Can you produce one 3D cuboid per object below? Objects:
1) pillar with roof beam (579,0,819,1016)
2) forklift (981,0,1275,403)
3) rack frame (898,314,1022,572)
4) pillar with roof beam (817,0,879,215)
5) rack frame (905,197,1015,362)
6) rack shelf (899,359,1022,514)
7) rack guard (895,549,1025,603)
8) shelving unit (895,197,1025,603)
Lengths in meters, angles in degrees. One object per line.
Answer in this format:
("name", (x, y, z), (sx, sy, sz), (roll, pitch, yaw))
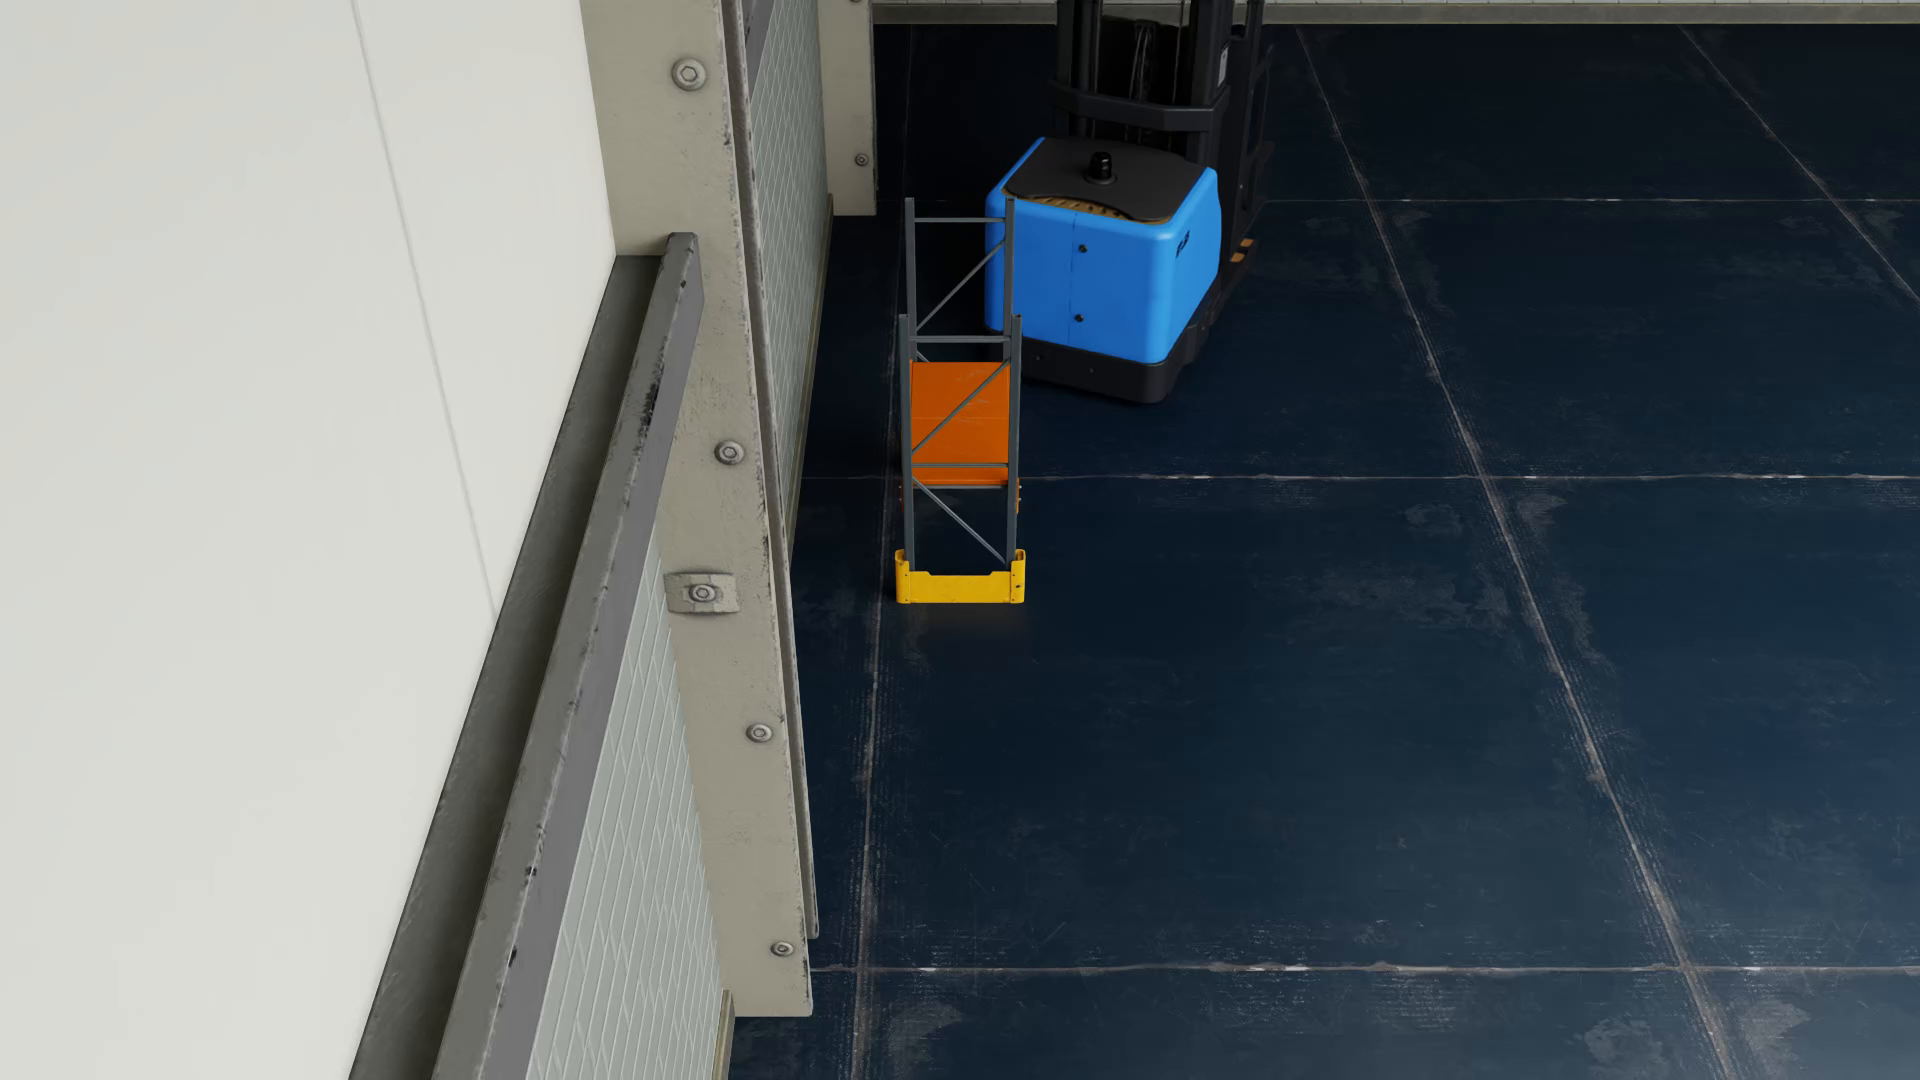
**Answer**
("pillar with roof beam", (3.625, -1.952, 3.236), (9.100, 9.000, 0.400), (0, 39, 0))
("forklift", (1.159, -2.787, 9.129), (1.130, 2.935, 3.031), (15, 41, 18))
("rack frame", (0.000, -0.321, 7.196), (0.500, 1.500, 0.032), (0, 39, 0))
("pillar with roof beam", (3.618, -5.704, 7.918), (9.100, 9.000, 0.400), (0, 39, 0))
("rack frame", (-0.001, -0.956, 7.990), (0.500, 1.500, 0.032), (0, 39, 0))
("rack shelf", (0.000, -0.498, 7.706), (0.538, 0.185, 1.000), (0, 39, 0))
("rack guard", (0.000, 0.166, 7.588), (0.587, 0.250, 0.087), (0, 39, 0))
("shelving unit", (0.000, -0.633, 7.586), (0.587, 1.500, 1.083), (0, 39, 0))
